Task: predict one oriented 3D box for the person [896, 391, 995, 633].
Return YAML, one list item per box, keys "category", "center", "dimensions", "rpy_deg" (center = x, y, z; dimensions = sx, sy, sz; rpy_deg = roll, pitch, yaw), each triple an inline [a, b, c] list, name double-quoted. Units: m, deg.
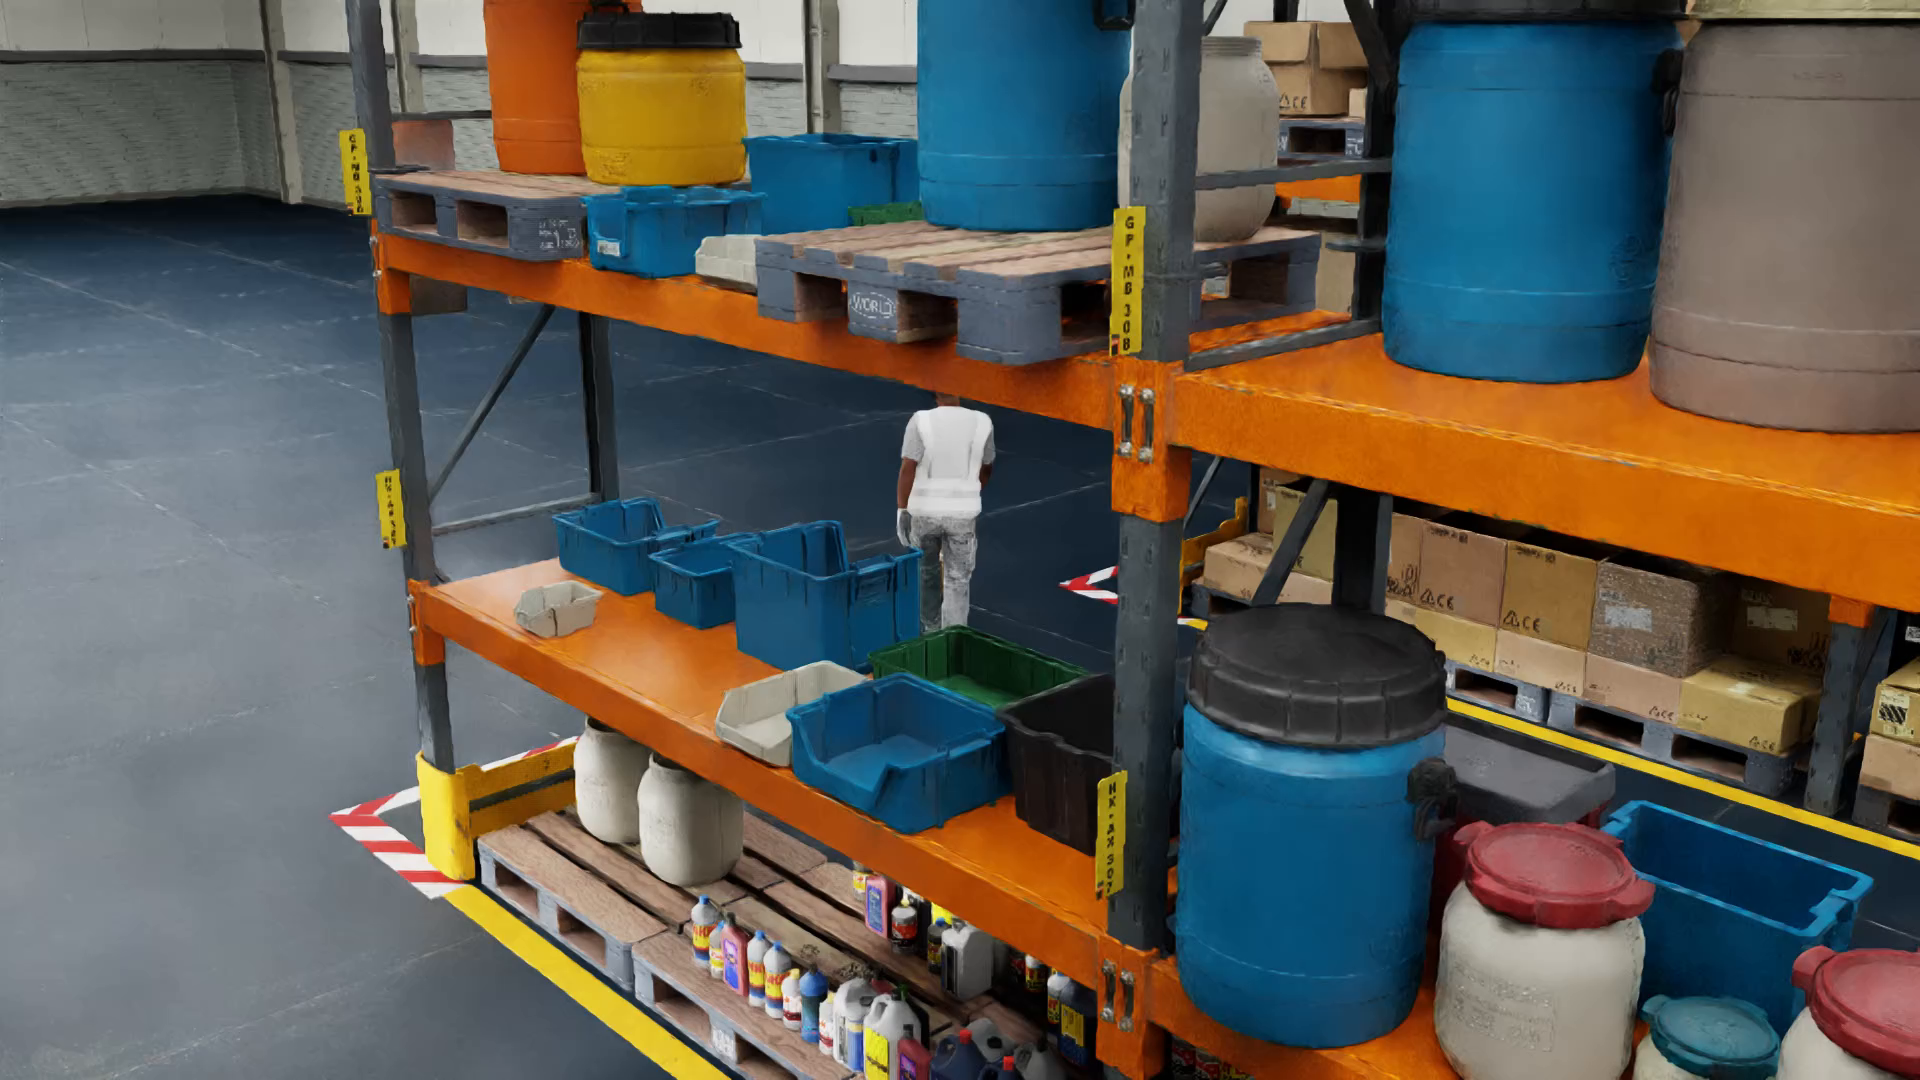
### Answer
- category: "person"
  center: [-0.068, -0.184, 9.623]
  dimensions: [0.536, 1.740, 0.955]
  rpy_deg: [1, 17, 4]
